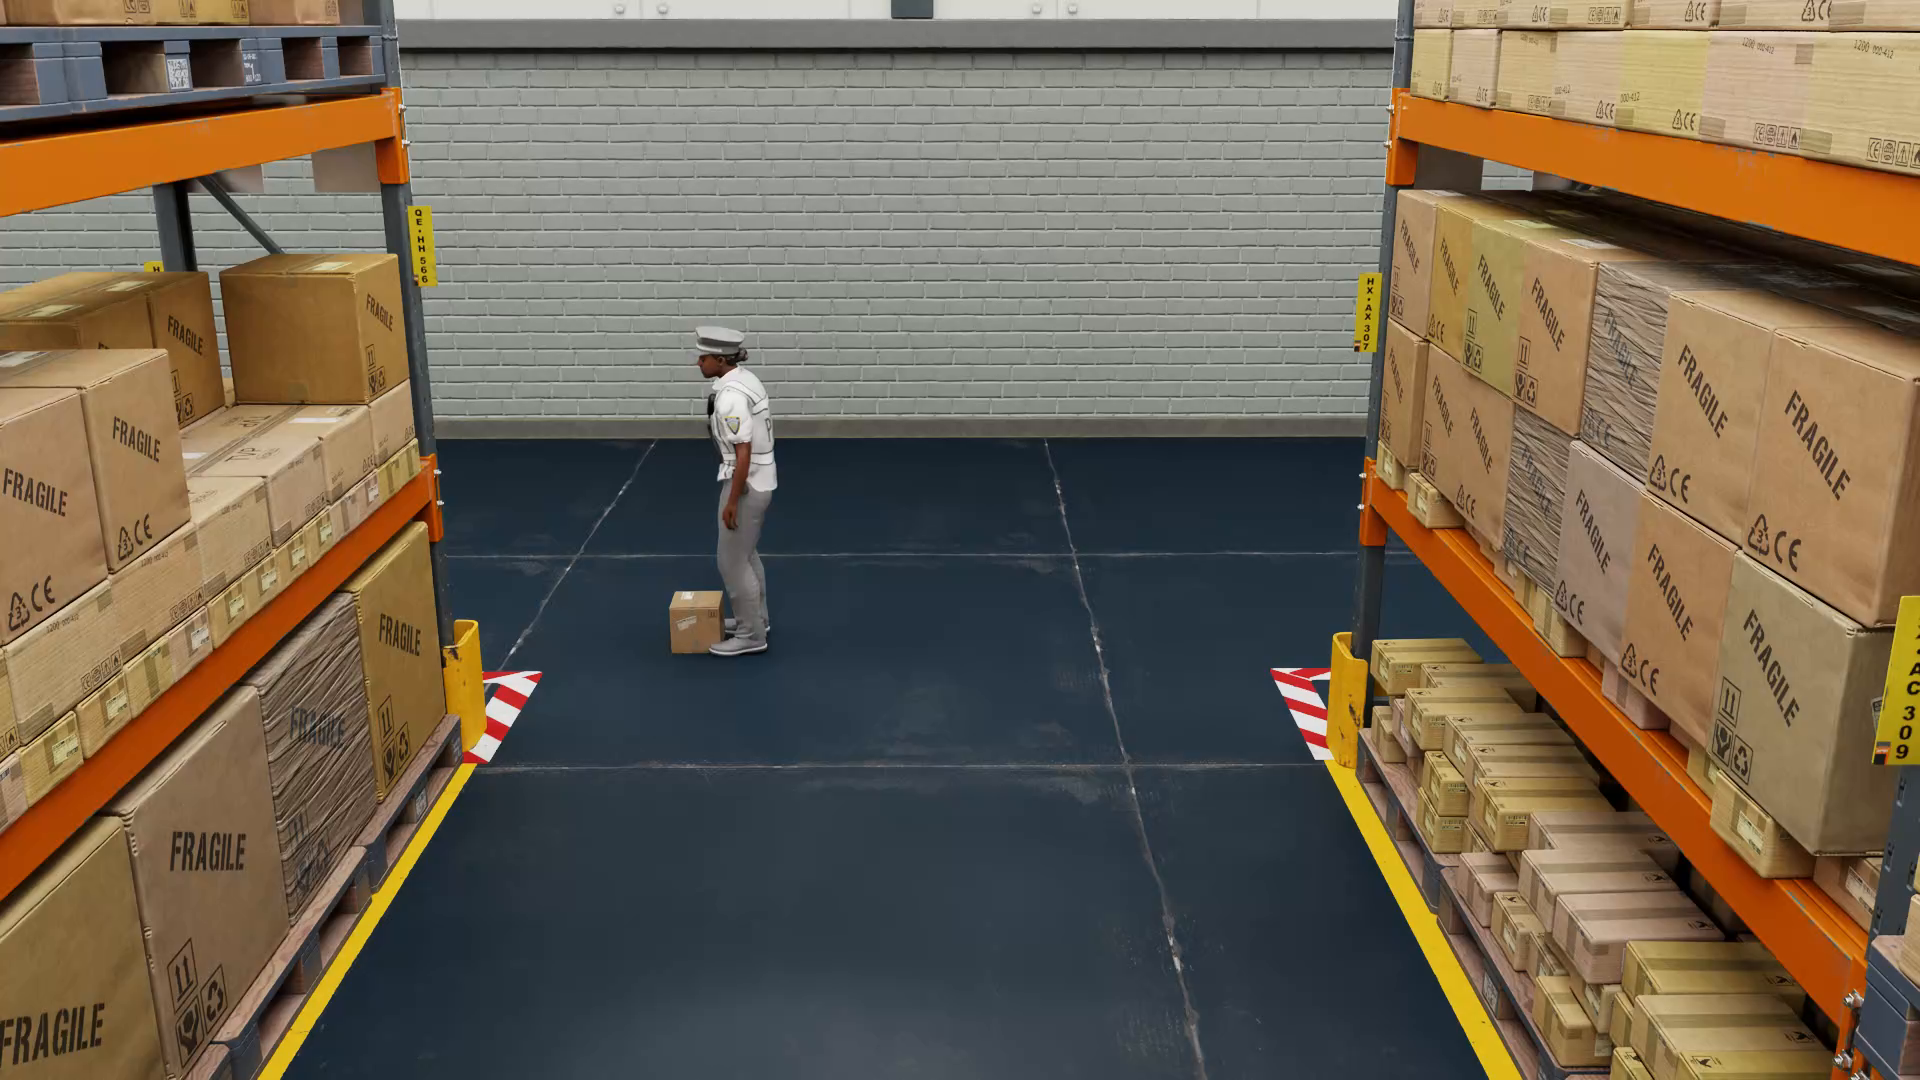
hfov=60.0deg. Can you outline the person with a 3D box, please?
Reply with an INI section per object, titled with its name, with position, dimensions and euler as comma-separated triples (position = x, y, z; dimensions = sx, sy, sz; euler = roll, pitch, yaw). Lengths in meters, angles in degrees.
[person]
position = -1.115, -0.255, 8.361
dimensions = 0.393, 1.663, 0.532
euler = -1, 17, -4
